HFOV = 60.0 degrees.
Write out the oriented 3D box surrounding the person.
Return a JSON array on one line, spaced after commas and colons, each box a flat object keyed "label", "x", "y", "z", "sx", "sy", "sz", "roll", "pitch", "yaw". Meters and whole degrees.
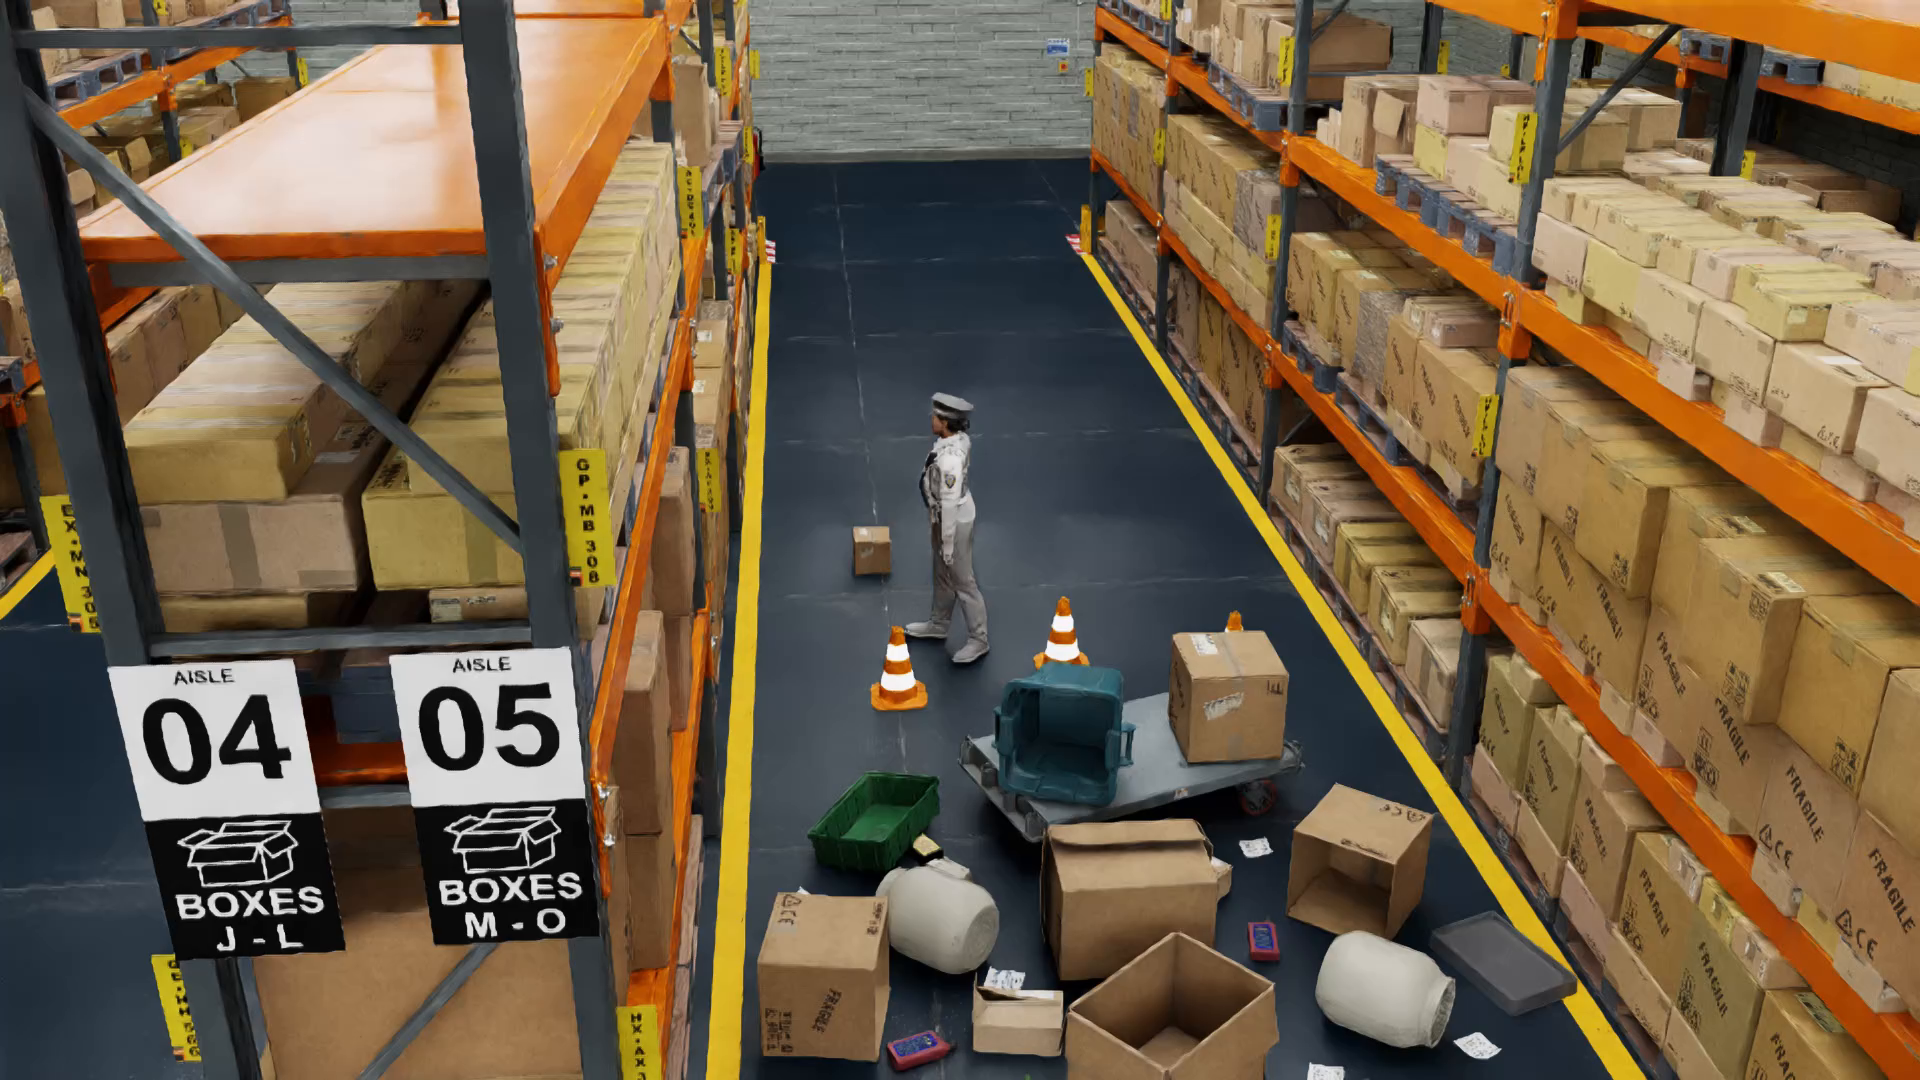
[{"label": "person", "x": -0.086, "y": -0.115, "z": 10.299, "sx": 0.550, "sy": 1.669, "sz": 0.631, "roll": 0, "pitch": 24, "yaw": 1}]
